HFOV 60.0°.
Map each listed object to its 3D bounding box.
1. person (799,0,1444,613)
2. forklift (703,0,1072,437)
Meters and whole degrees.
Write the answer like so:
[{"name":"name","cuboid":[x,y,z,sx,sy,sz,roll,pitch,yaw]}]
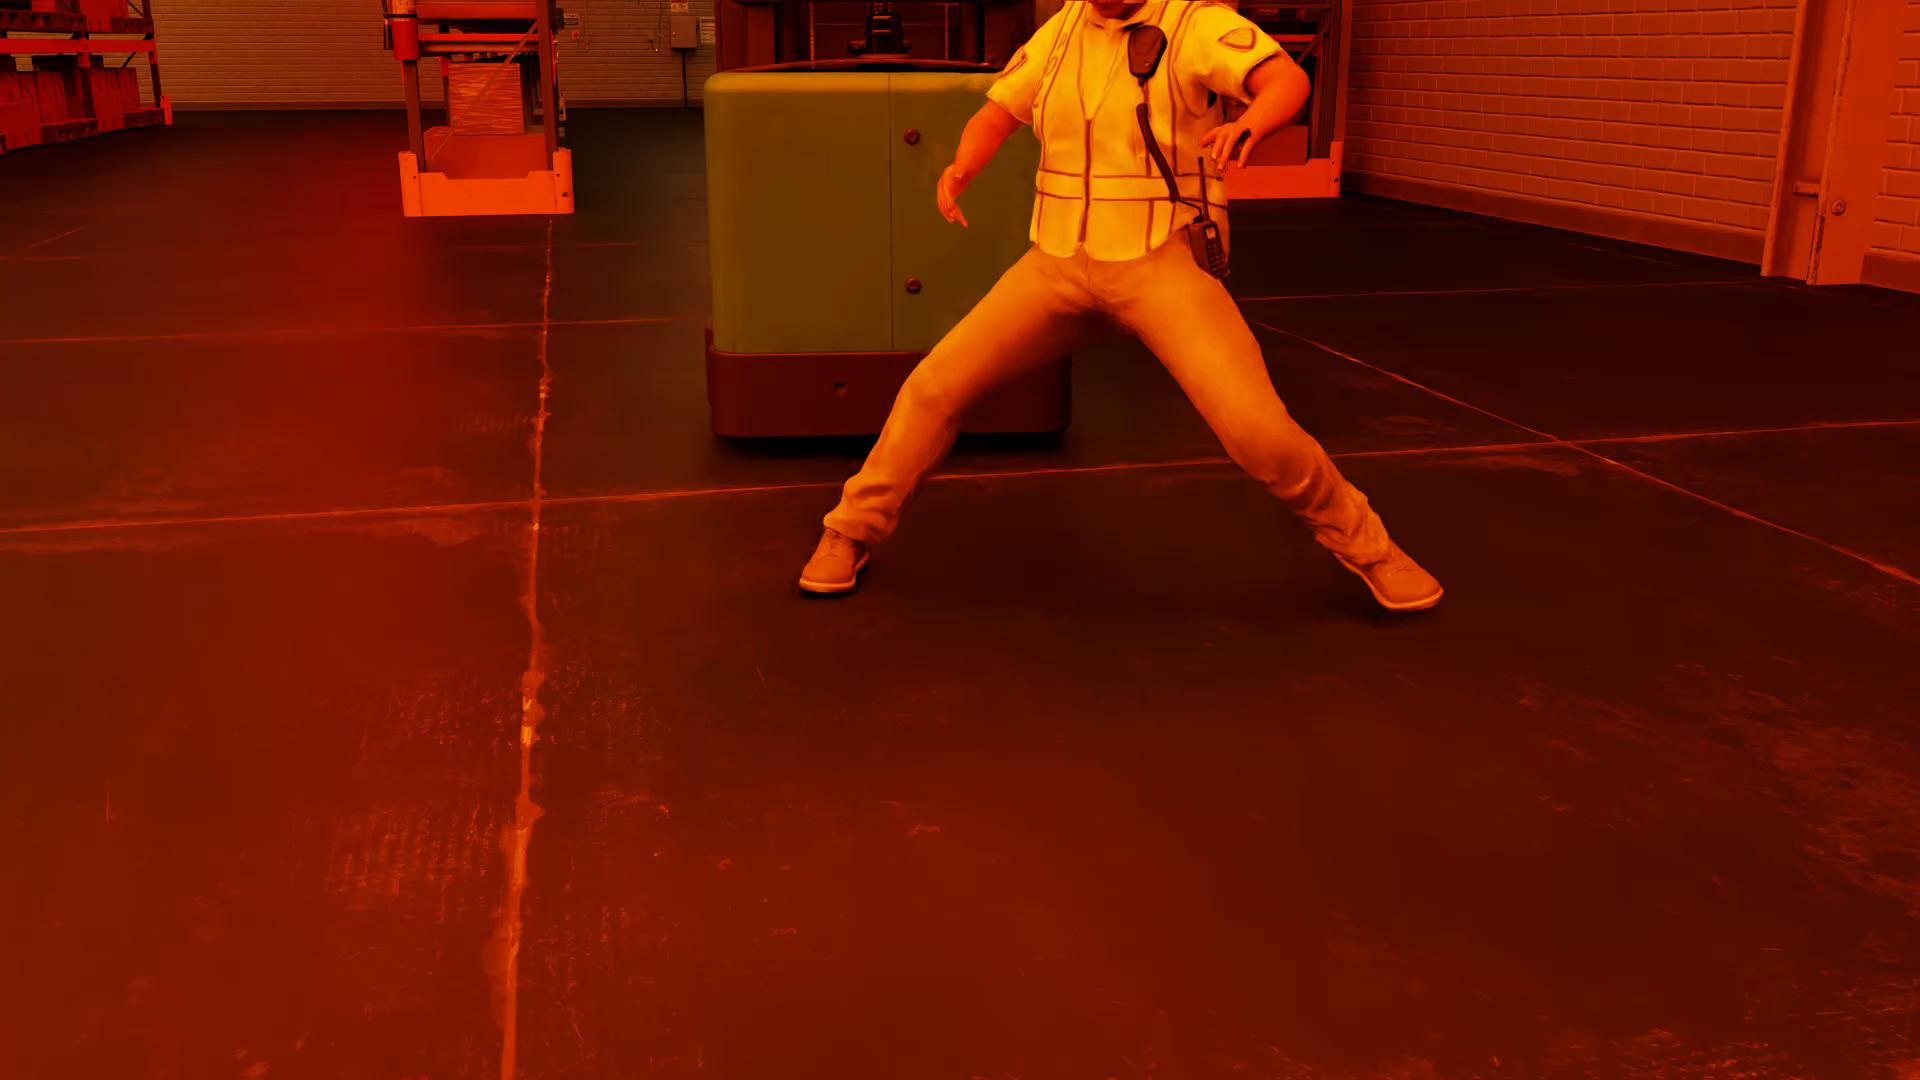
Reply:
[{"name":"person","cuboid":[0.317,-0.577,3.385,1.285,1.461,0.789,12,20,35]},{"name":"forklift","cuboid":[-0.306,-2.067,5.830,1.130,2.935,3.031,-1,17,-4]}]
